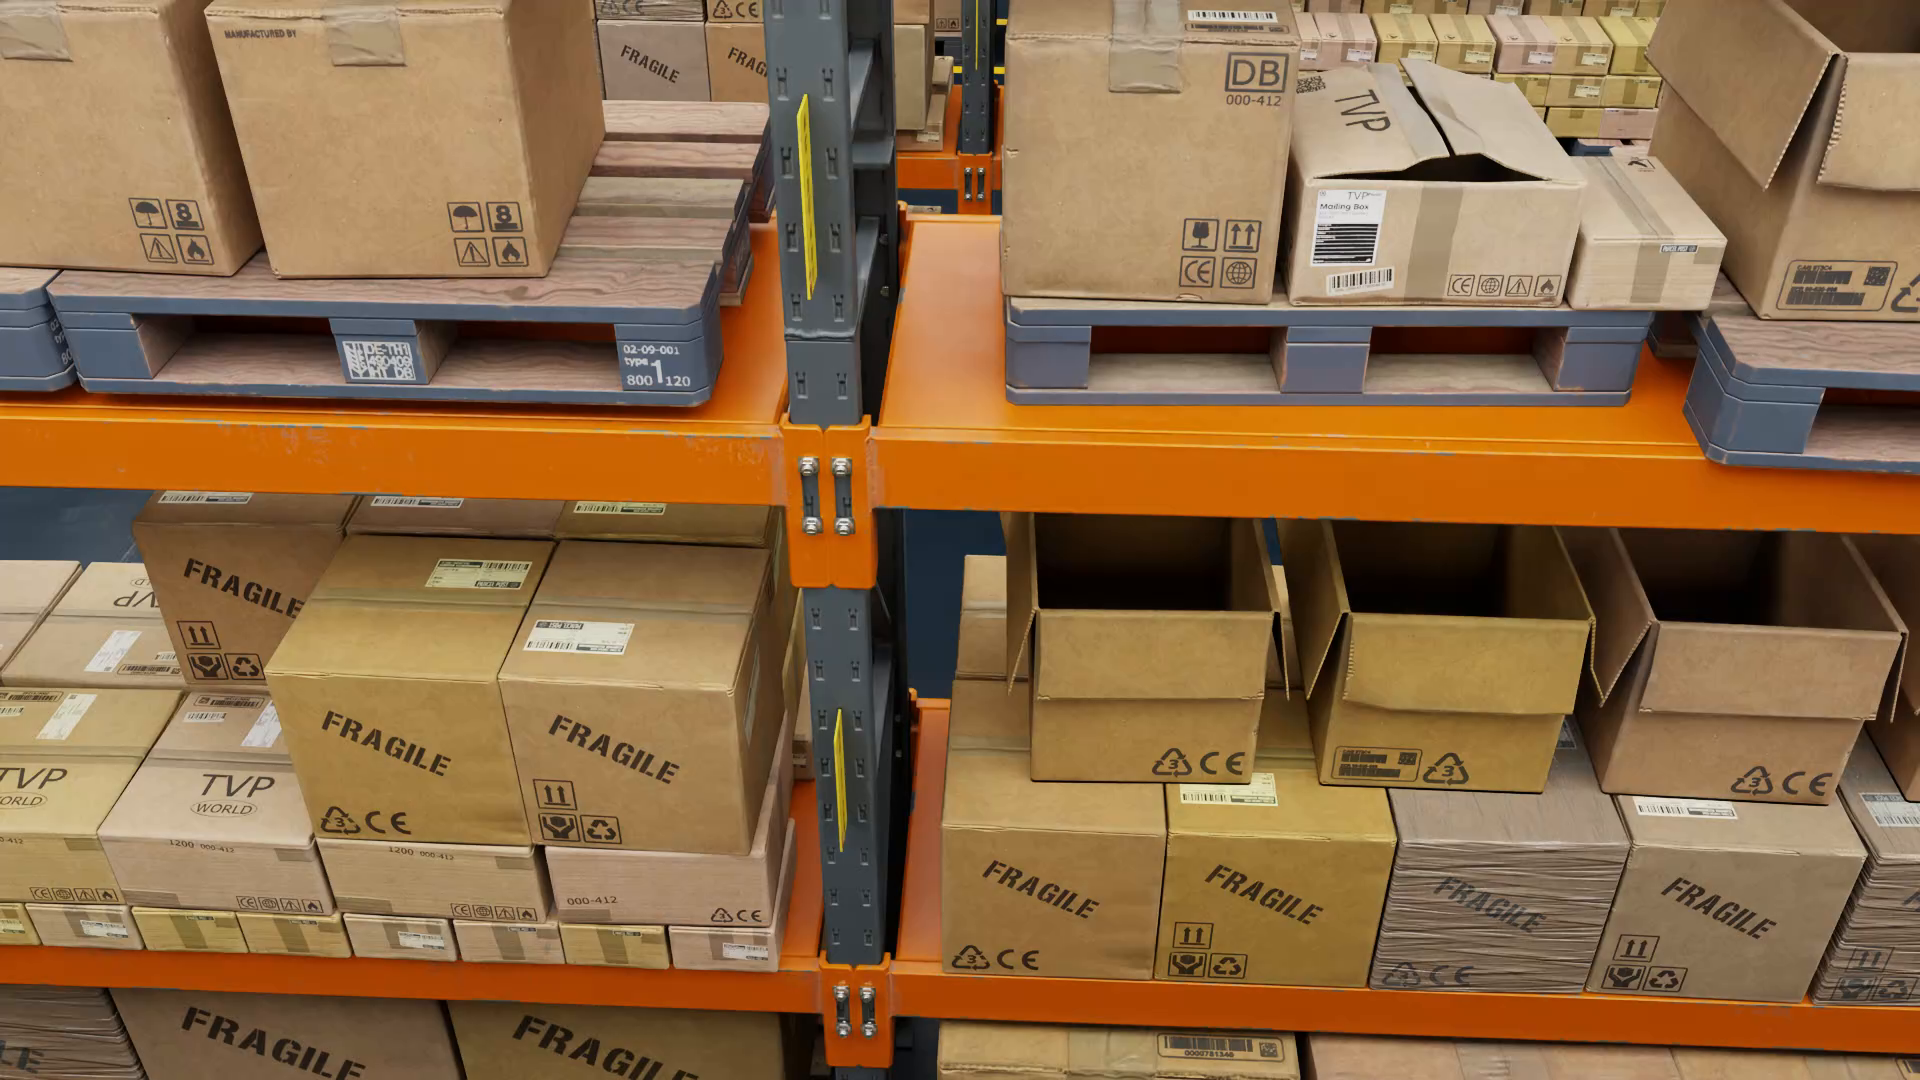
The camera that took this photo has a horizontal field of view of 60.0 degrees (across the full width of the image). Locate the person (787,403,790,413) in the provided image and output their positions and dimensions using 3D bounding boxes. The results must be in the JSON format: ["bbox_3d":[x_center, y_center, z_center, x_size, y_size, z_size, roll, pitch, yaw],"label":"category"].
[{"bbox_3d":[-0.799,-0.084,6.257,0.364,1.777,0.529,2,35,3],"label":"person"}]
